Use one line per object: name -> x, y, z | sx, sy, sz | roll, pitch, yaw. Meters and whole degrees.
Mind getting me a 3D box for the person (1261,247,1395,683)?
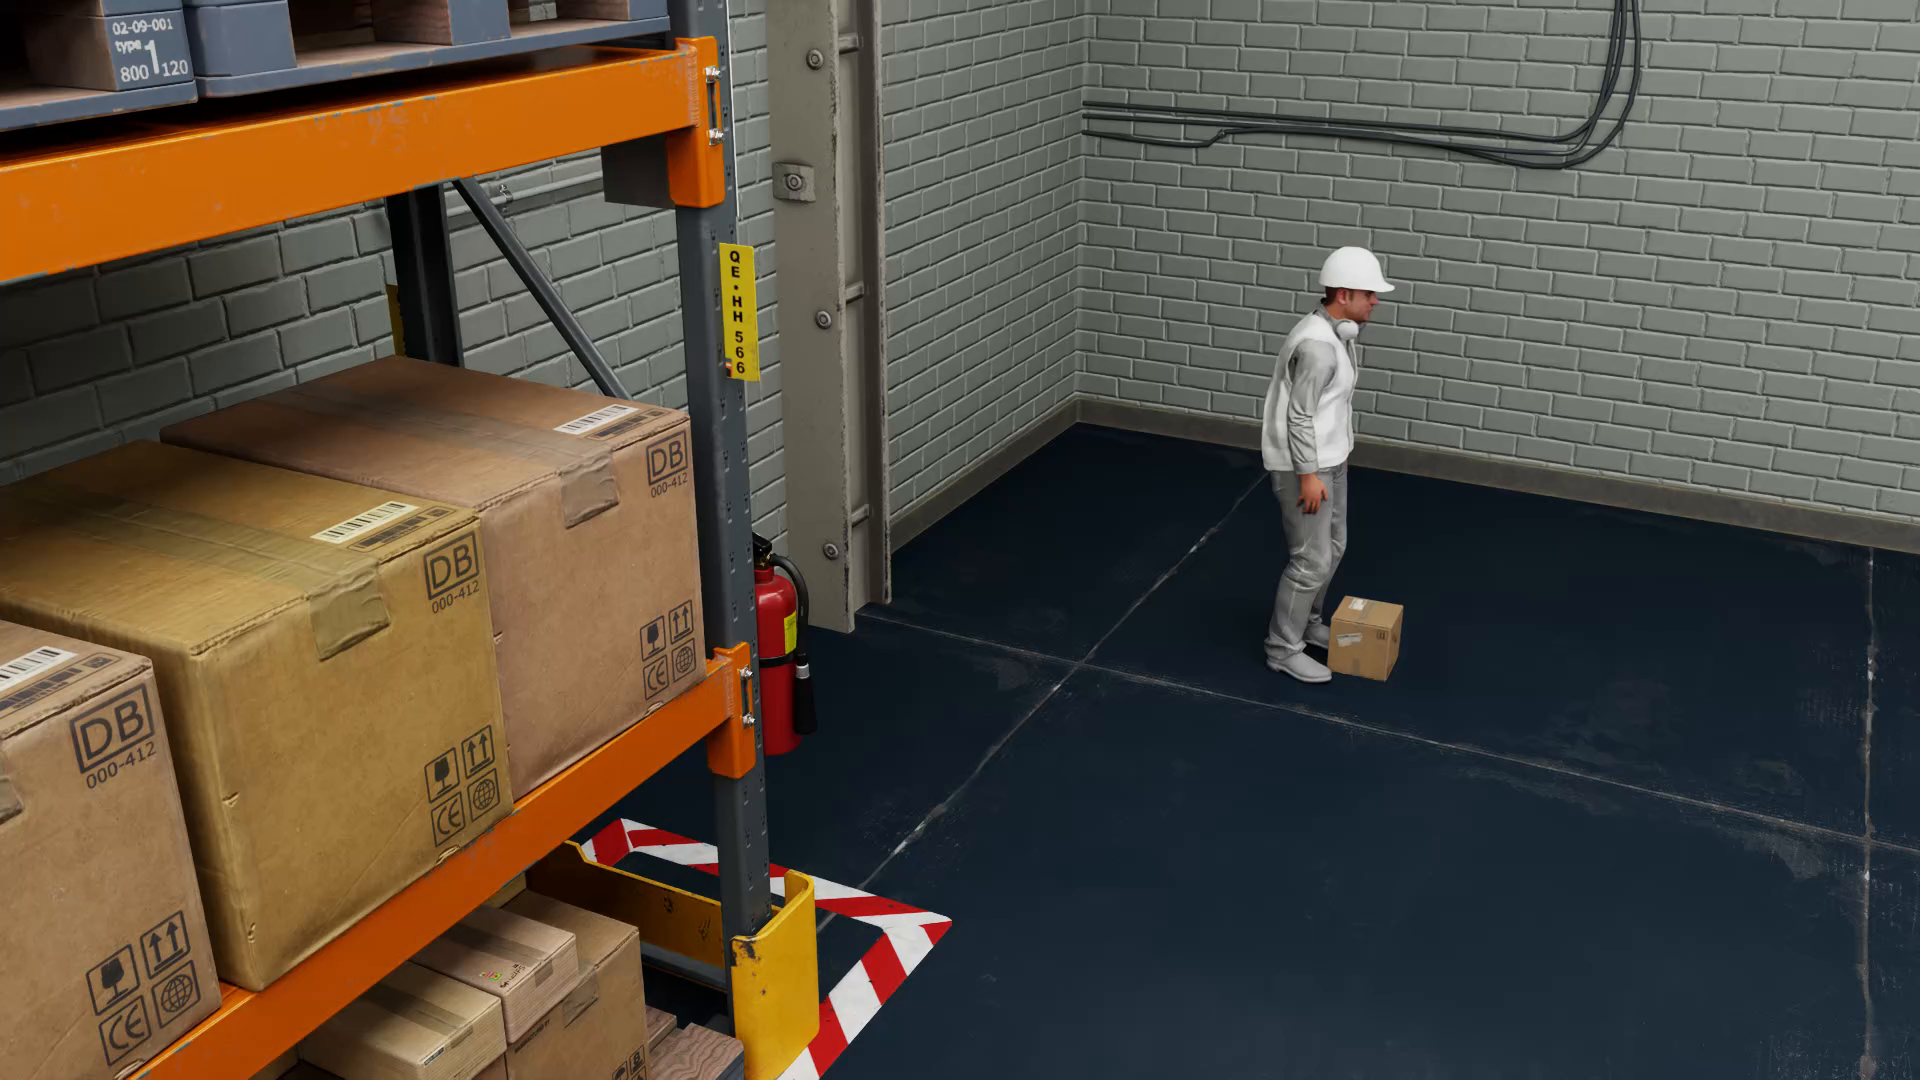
person -> 1.476, -0.329, 6.852 | 0.465, 1.770, 0.578 | 10, 25, 23
